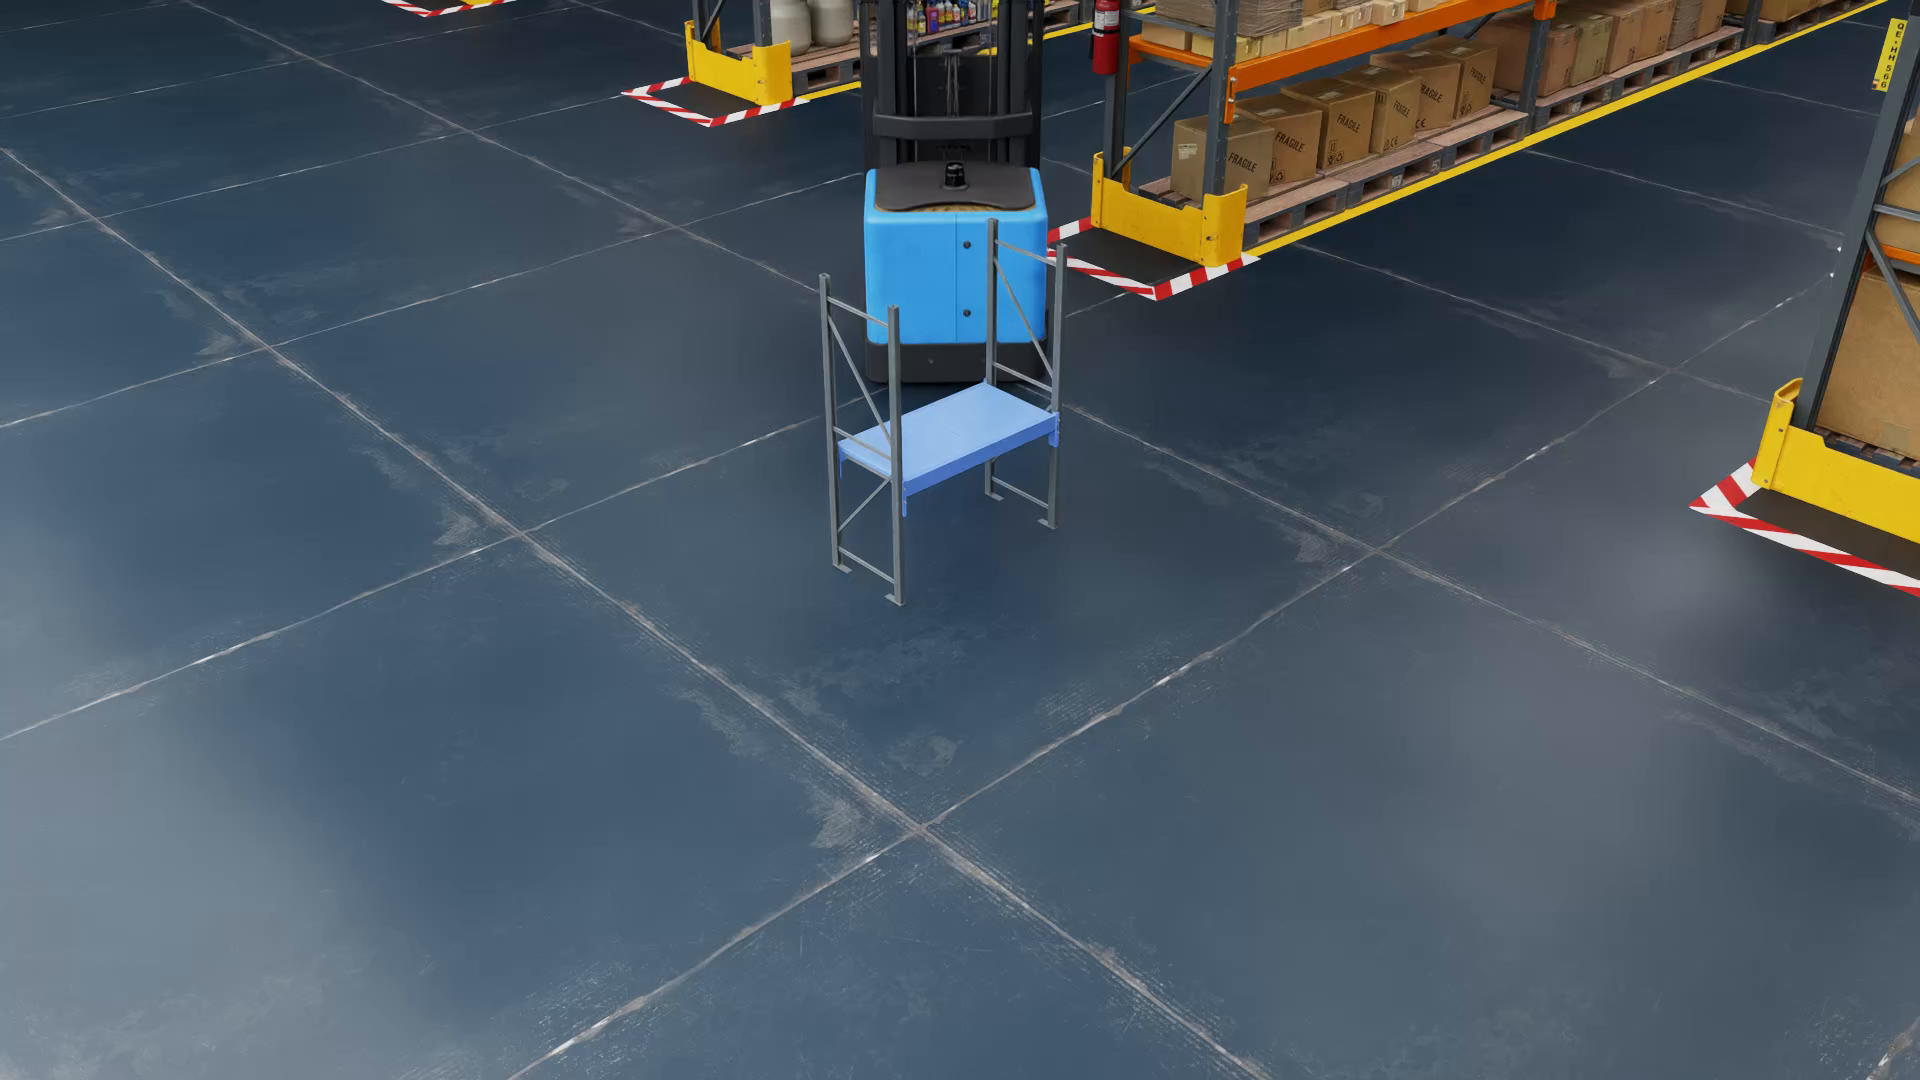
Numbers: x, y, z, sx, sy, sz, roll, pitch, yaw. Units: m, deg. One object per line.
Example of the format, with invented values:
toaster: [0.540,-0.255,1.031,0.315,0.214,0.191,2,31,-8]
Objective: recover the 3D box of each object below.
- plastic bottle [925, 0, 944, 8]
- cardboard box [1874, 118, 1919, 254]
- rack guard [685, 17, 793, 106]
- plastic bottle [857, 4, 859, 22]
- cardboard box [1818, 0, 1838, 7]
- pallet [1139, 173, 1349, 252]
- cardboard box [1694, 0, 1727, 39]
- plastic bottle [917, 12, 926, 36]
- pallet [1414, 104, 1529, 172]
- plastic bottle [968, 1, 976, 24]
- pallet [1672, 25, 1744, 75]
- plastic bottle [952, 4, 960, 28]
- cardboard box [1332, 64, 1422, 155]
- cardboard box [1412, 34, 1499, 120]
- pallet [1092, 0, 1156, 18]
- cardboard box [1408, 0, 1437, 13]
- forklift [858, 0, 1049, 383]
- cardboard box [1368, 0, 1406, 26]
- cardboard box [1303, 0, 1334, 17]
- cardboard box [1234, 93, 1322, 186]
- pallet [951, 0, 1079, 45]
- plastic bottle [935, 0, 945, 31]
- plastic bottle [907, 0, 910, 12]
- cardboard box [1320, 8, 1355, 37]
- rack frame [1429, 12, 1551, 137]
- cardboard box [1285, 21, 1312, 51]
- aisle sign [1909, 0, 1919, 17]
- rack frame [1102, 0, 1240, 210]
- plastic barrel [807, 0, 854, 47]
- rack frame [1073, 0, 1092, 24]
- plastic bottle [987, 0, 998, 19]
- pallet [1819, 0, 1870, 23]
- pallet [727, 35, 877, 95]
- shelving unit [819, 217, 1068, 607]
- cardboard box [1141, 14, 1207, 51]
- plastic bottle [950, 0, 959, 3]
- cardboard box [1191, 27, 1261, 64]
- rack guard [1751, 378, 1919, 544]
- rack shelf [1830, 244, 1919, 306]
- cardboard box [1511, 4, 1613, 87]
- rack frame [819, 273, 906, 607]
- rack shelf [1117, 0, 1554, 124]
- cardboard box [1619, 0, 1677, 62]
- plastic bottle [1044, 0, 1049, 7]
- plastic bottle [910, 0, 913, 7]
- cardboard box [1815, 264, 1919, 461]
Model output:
plastic bottle: [-0.257,-5.316,16.257,0.135,0.276,0.152,-26,40,-35]
cardboard box: [4.923,-1.649,7.928,0.550,0.550,0.875,-26,40,-35]
rack guard: [-1.961,-4.243,14.709,0.348,0.500,1.175,-26,40,-35]
plastic bottle: [-0.936,-5.077,15.939,0.097,0.201,0.097,0,31,0]
cardboard box: [8.428,-6.030,16.870,0.875,0.875,1.225,-26,40,-35]
pallet: [2.058,-2.482,12.106,1.213,0.211,1.003,-26,40,-35]
cardboard box: [6.772,-5.083,15.662,0.700,0.500,0.500,27,40,36]
plastic bottle: [-0.367,-4.819,15.516,0.097,0.201,0.097,0,31,0]
pallet: [3.848,-3.347,13.521,1.213,0.211,1.003,-26,40,-35]
plastic bottle: [0.105,-5.047,15.889,0.097,0.201,0.097,0,31,0]
pallet: [6.675,-4.741,15.801,1.213,0.211,1.003,-26,40,-35]
plastic bottle: [-0.046,-4.974,15.770,0.097,0.201,0.097,0,31,0]
cardboard box: [3.179,-3.318,12.795,0.500,0.500,0.500,25,39,35]
cardboard box: [3.996,-3.775,13.541,0.500,0.500,0.500,-27,41,-37]
pallet: [1.498,-5.787,17.511,1.213,0.211,1.003,-26,40,-35]
cardboard box: [3.248,-3.966,12.102,0.250,0.149,0.380,-26,40,-35]
forklift: [-0.059,-2.892,10.170,1.130,2.935,3.031,-1,31,-1]
cardboard box: [2.920,-3.767,11.776,0.250,0.149,0.380,-26,40,-35]
cardboard box: [2.090,-3.947,11.449,0.500,0.500,0.875,-26,40,-35]
cardboard box: [2.267,-2.923,12.148,0.500,0.500,0.500,-15,35,-23]
pallet: [0.428,-5.271,16.668,1.213,0.211,1.003,-26,40,-35]
plastic bottle: [-0.192,-4.934,15.636,0.097,0.271,0.097,0,31,0]
plastic bottle: [-0.532,-5.164,16.081,0.097,0.201,0.097,0,31,0]
cardboard box: [2.501,-3.619,11.534,0.250,0.149,0.380,-26,40,-35]
rack frame: [4.316,-4.788,13.206,0.127,3.000,1.000,-26,40,-35]
cardboard box: [2.144,-3.437,11.236,0.250,0.149,0.380,-26,40,-35]
aisle sign: [4.425,-2.635,7.192,0.004,0.787,0.394,-26,40,-35]
rack frame: [1.383,-3.370,10.885,0.127,3.000,1.000,-26,40,-35]
plastic barrel: [-1.186,-4.823,15.244,0.421,0.512,0.421,0,31,0]
rack frame: [0.948,-6.683,16.304,0.127,3.000,1.000,-26,40,-35]
plastic bottle: [0.295,-5.219,16.028,0.185,0.351,0.144,-26,40,-36]
pallet: [8.773,-5.699,17.368,1.213,0.211,1.003,-26,40,-35]
pallet: [-1.362,-4.406,15.253,1.213,0.211,1.003,-26,40,-35]
shelving unit: [-0.063,-0.610,7.809,1.048,1.500,0.538,-26,40,-35]
cardboard box: [1.452,-3.443,11.245,0.250,0.149,0.380,-26,40,-35]
plastic bottle: [-0.064,-5.546,16.562,0.144,0.351,0.185,27,41,37]
cardboard box: [1.754,-3.272,10.967,0.250,0.149,0.380,-26,40,-35]
rack guard: [4.664,-0.361,8.362,0.348,0.500,1.175,-26,40,-35]
rack shelf: [6.148,-1.839,9.072,4.000,0.370,1.077,-26,40,-35]
cardboard box: [5.144,-4.281,14.350,0.500,0.500,0.700,-26,40,-36]
rack frame: [-0.435,-0.429,7.514,0.032,1.500,0.500,-26,40,-35]
rack shelf: [2.850,-3.772,12.233,4.000,0.370,1.077,-26,40,-35]
cardboard box: [5.962,-4.678,14.999,0.500,0.500,0.700,-22,38,-32]
plastic bottle: [0.820,-5.415,16.413,0.133,0.283,0.061,-24,39,-33]
plastic bottle: [-0.512,-5.329,16.208,0.185,0.351,0.144,-24,39,-34]
cardboard box: [5.134,-0.975,8.603,0.875,0.875,0.875,-26,40,-35]
